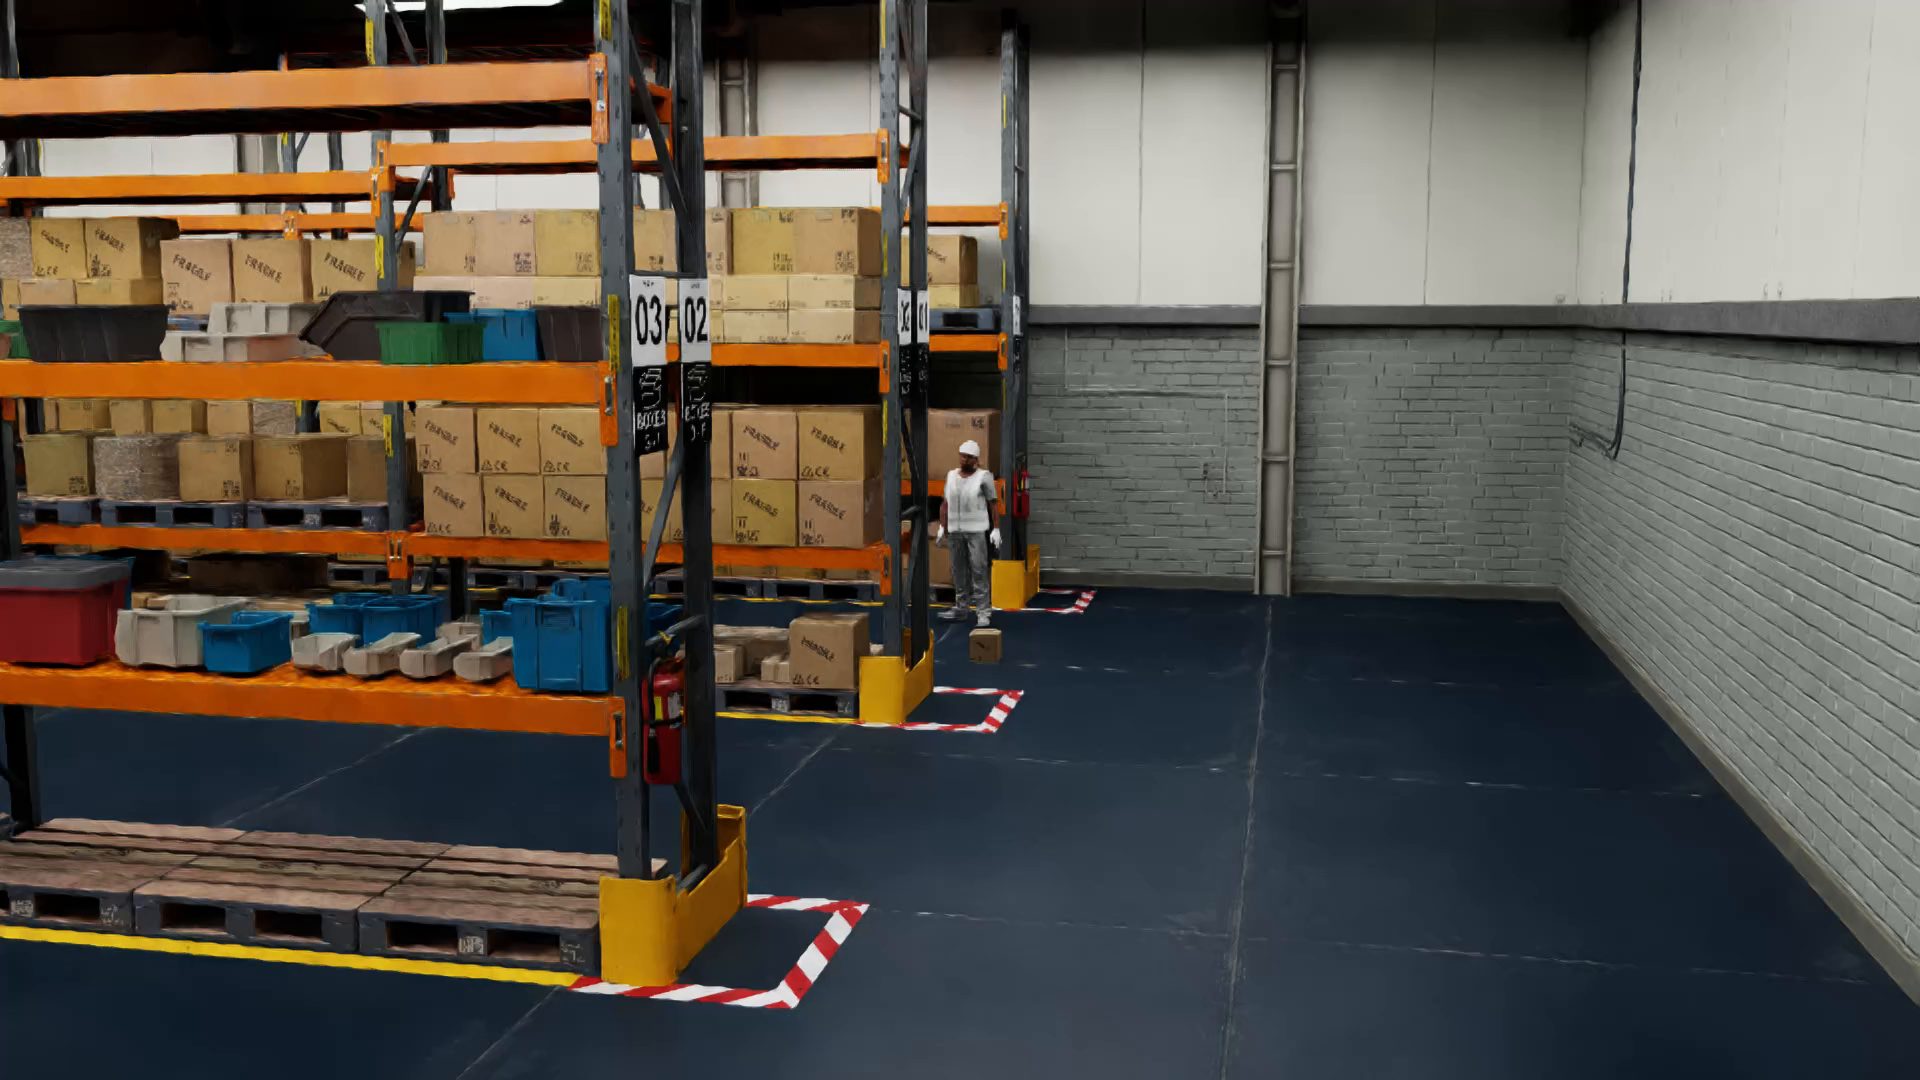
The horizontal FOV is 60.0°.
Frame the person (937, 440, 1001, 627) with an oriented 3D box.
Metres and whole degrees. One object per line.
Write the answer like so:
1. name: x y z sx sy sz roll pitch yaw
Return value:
1. person: 0.071 -0.075 16.138 0.691 1.790 0.414 5 9 33
